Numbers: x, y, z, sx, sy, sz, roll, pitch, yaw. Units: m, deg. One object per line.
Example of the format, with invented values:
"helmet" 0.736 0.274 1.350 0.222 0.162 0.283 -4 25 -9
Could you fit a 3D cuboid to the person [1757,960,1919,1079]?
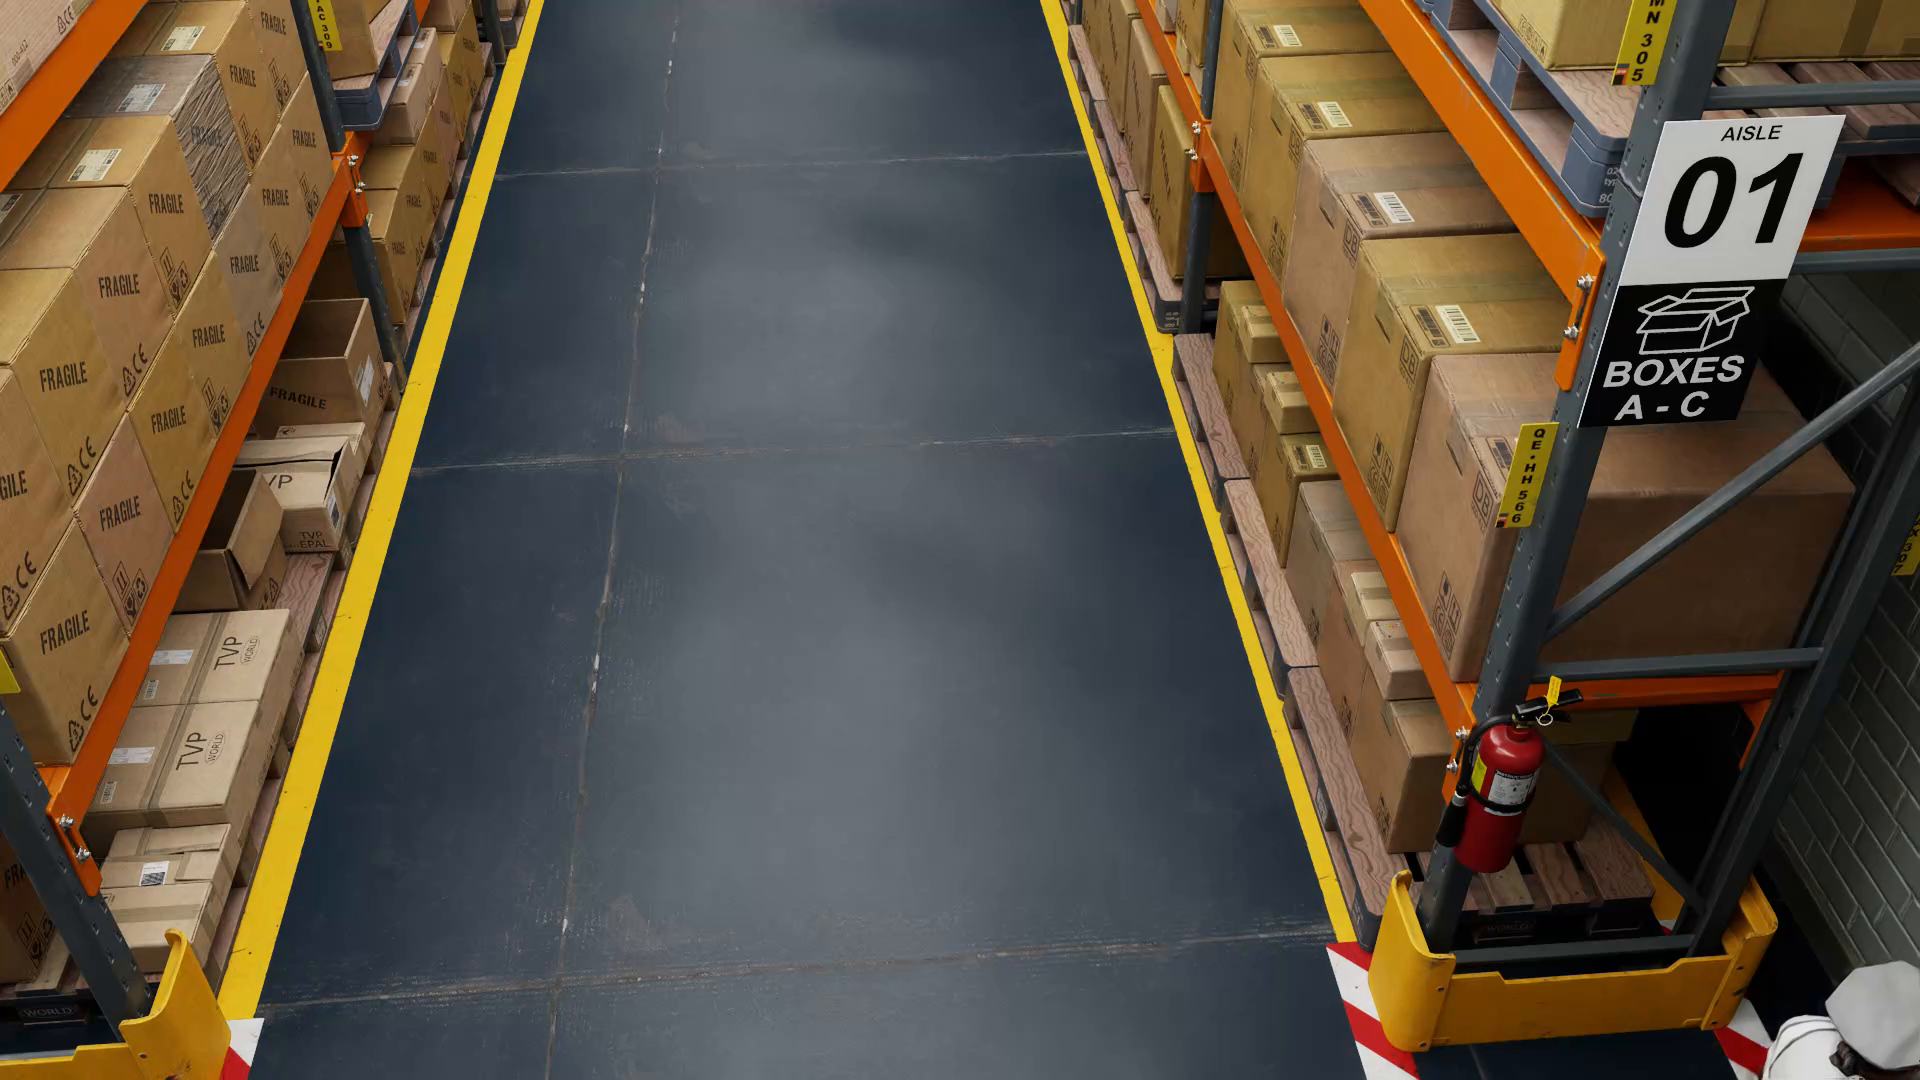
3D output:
"person" 2.033 1.664 4.113 0.709 1.709 0.525 -5 40 -6
